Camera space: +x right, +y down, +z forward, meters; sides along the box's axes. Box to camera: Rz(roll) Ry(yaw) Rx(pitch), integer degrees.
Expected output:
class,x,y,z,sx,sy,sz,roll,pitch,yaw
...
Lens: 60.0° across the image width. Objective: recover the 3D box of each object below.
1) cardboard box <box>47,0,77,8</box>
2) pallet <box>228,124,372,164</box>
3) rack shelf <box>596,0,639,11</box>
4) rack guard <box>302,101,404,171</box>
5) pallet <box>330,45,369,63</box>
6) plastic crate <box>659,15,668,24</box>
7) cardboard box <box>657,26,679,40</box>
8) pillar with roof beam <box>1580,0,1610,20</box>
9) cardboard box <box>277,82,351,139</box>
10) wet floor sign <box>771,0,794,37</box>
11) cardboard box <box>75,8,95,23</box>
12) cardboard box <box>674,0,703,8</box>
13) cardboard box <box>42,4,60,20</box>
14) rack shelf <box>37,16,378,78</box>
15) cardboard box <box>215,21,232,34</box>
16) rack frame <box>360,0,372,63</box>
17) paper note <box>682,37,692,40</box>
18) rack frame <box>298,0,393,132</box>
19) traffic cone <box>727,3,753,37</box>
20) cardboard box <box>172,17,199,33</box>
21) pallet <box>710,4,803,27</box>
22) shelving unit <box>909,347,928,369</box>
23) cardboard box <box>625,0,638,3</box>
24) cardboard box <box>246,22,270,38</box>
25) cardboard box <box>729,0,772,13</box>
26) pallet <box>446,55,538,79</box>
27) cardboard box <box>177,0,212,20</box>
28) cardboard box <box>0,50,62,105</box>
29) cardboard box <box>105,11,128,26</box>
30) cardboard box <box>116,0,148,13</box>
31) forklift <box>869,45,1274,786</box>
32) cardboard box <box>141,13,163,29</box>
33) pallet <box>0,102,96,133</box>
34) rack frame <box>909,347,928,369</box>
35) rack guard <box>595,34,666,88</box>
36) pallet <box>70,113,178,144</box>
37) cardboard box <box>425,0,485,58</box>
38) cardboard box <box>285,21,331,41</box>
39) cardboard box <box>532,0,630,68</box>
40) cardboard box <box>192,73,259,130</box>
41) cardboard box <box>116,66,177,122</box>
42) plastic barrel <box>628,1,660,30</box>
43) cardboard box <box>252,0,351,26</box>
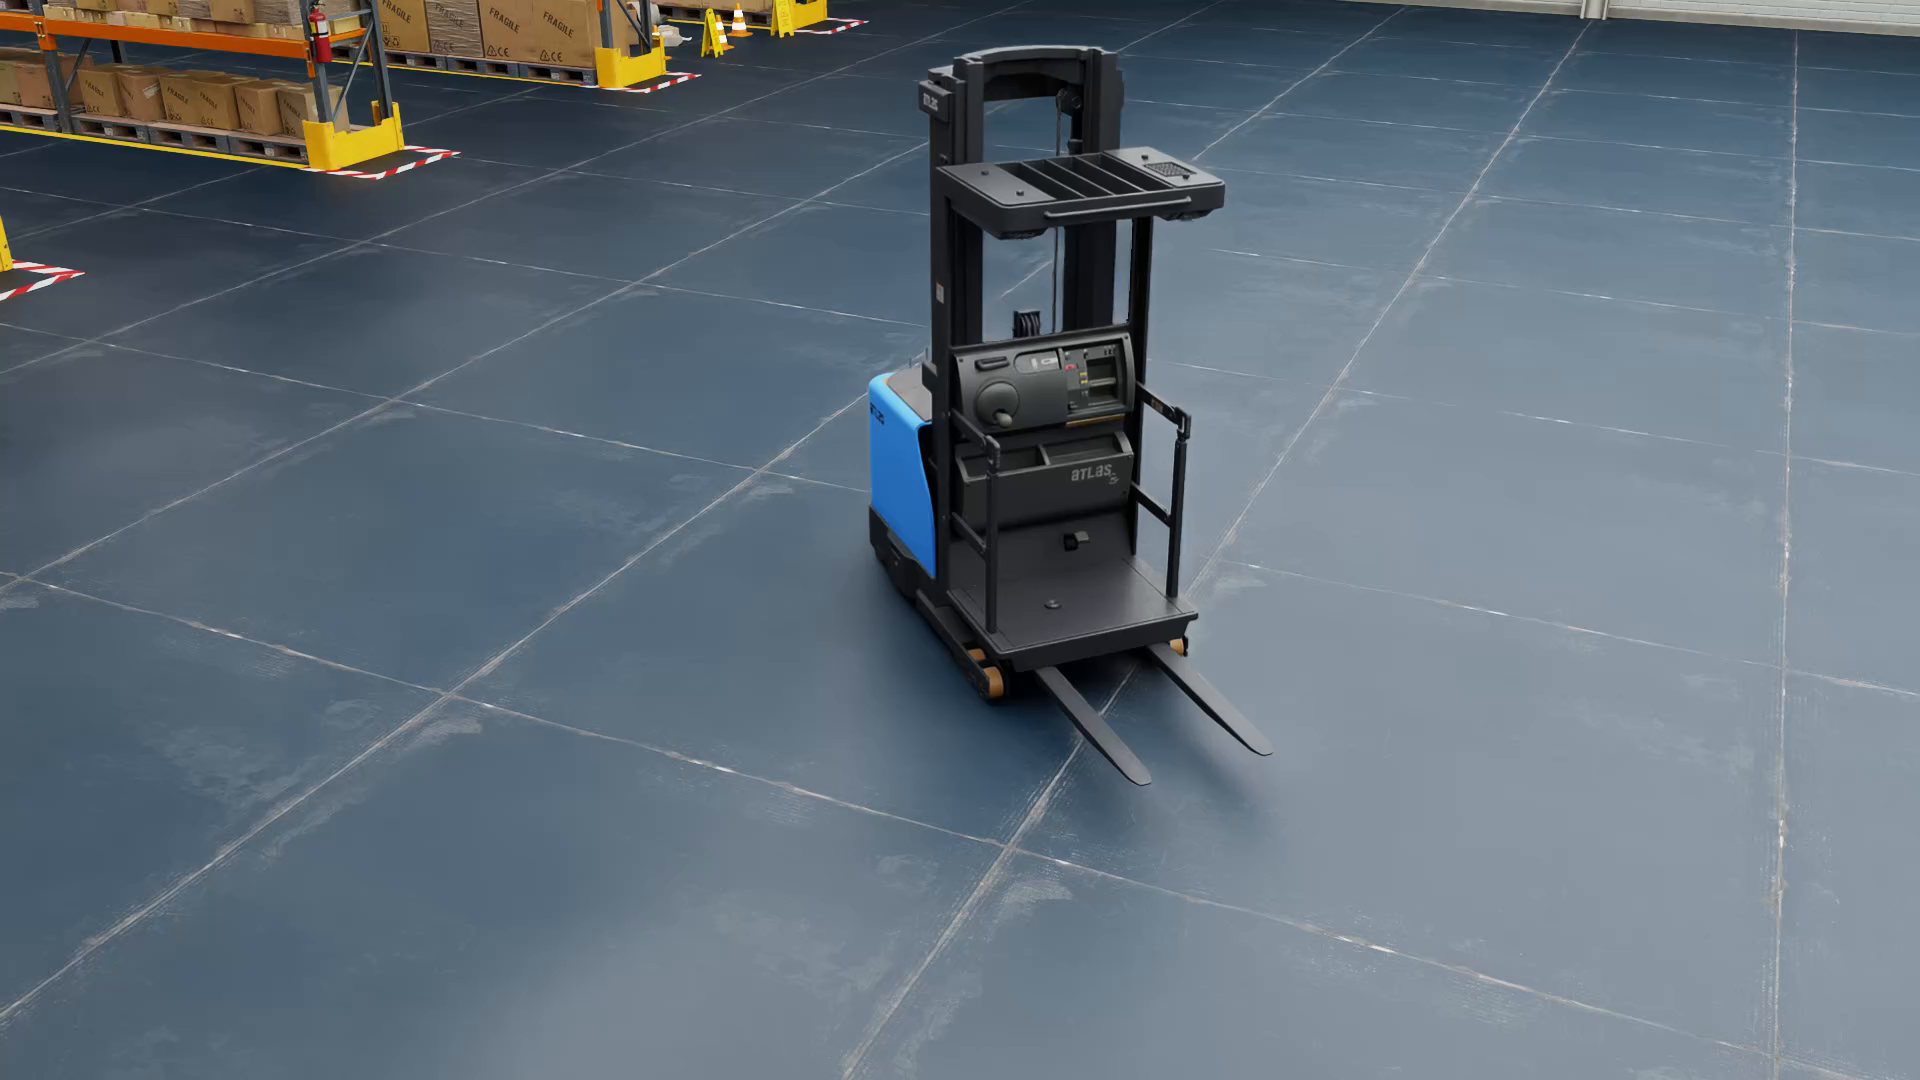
class,x,y,z,sx,sy,sz,roll,pitch,yaw
cardboard box,-9.806,-6.339,18.779,0.500,0.500,0.875,11,28,22
pallet,-7.343,-4.462,18.573,1.213,0.211,1.003,11,28,22
rack shelf,-6.224,-7.555,22.514,4.000,0.370,1.077,11,28,22
rack guard,-6.618,-4.429,18.179,0.348,0.500,1.175,11,28,22
pallet,-8.779,-7.103,23.938,1.213,0.211,1.003,11,28,22
plastic crate,-4.998,-8.326,26.570,0.583,0.080,0.402,2,26,4
cardboard box,-4.475,-7.669,25.159,0.380,0.149,0.250,-18,31,-31
pillar with roof beam,8.485,-10.774,21.445,0.400,9.000,9.100,11,28,22
cardboard box,-7.110,-4.724,18.304,0.500,0.500,0.500,17,31,31
wet floor sign,-2.717,-8.000,25.268,0.232,0.644,0.267,23,35,39
cardboard box,-9.658,-5.909,18.641,0.250,0.149,0.380,11,28,22
cardboard box,-4.241,-8.707,26.676,0.500,0.250,0.500,10,28,20
cardboard box,-10.119,-5.995,18.814,0.250,0.149,0.380,11,28,22
rack shelf,-8.369,-5.579,18.500,4.000,0.370,1.077,11,28,22
cardboard box,-7.802,-5.578,17.968,0.250,0.149,0.380,11,28,22
rack frame,-8.045,-8.243,23.097,0.127,3.000,1.000,11,28,22
paper note,-4.131,-7.561,25.073,0.142,0.019,0.148,2,26,4
rack frame,-6.549,-5.536,17.599,0.127,3.000,1.000,11,28,22
traffic cone,-3.372,-7.943,25.359,0.334,0.463,0.336,11,28,22
cardboard box,-8.303,-5.625,18.063,0.250,0.149,0.380,11,28,22
pallet,-3.241,-8.447,26.667,1.213,0.211,1.003,11,28,22
shelving unit,-0.131,-0.587,9.753,0.252,1.050,0.215,14,29,26
cardboard box,-5.172,-8.898,27.064,0.500,0.250,0.500,13,29,25
cardboard box,-7.370,-5.464,17.736,0.250,0.149,0.380,11,28,22
cardboard box,-3.316,-8.520,26.296,0.500,0.250,0.500,11,28,22
pallet,-6.271,-6.599,22.915,1.213,0.211,1.003,11,28,22
cardboard box,-7.980,-5.978,18.046,0.500,0.500,0.875,11,28,22
cardboard box,-11.167,-5.559,19.977,0.500,0.500,0.700,11,28,21
cardboard box,-9.216,-5.805,18.429,0.250,0.149,0.380,11,28,22
cardboard box,-8.869,-6.182,18.461,0.500,0.500,0.875,11,28,22
forklift,0.506,-0.740,7.934,1.130,2.935,3.031,-10,28,-20
cardboard box,-8.748,-5.726,18.268,0.250,0.149,0.380,11,28,22
pallet,-10.899,-5.158,19.988,1.213,0.211,1.003,11,28,22
rack frame,-0.237,-0.613,9.807,0.008,1.050,0.200,14,29,26
rack guard,-4.382,-6.386,22.155,0.348,0.500,1.175,11,28,22
pallet,-9.564,-4.908,19.480,1.213,0.211,1.003,11,28,22
cardboard box,-6.679,-7.172,22.852,0.875,0.875,0.875,12,28,22
cardboard box,-6.894,-5.393,17.591,0.250,0.149,0.380,11,28,22
cardboard box,-5.048,-6.845,22.186,0.875,0.875,0.875,12,28,22
cardboard box,-8.231,-4.942,18.746,0.500,0.500,0.500,14,30,27
cardboard box,-9.318,-5.144,19.156,0.500,0.500,0.500,22,34,38
plastic barrel,-4.954,-8.134,25.792,0.512,0.421,0.421,-12,29,-23
cardboard box,-7.038,-5.826,17.738,0.500,0.500,0.875,11,28,22
